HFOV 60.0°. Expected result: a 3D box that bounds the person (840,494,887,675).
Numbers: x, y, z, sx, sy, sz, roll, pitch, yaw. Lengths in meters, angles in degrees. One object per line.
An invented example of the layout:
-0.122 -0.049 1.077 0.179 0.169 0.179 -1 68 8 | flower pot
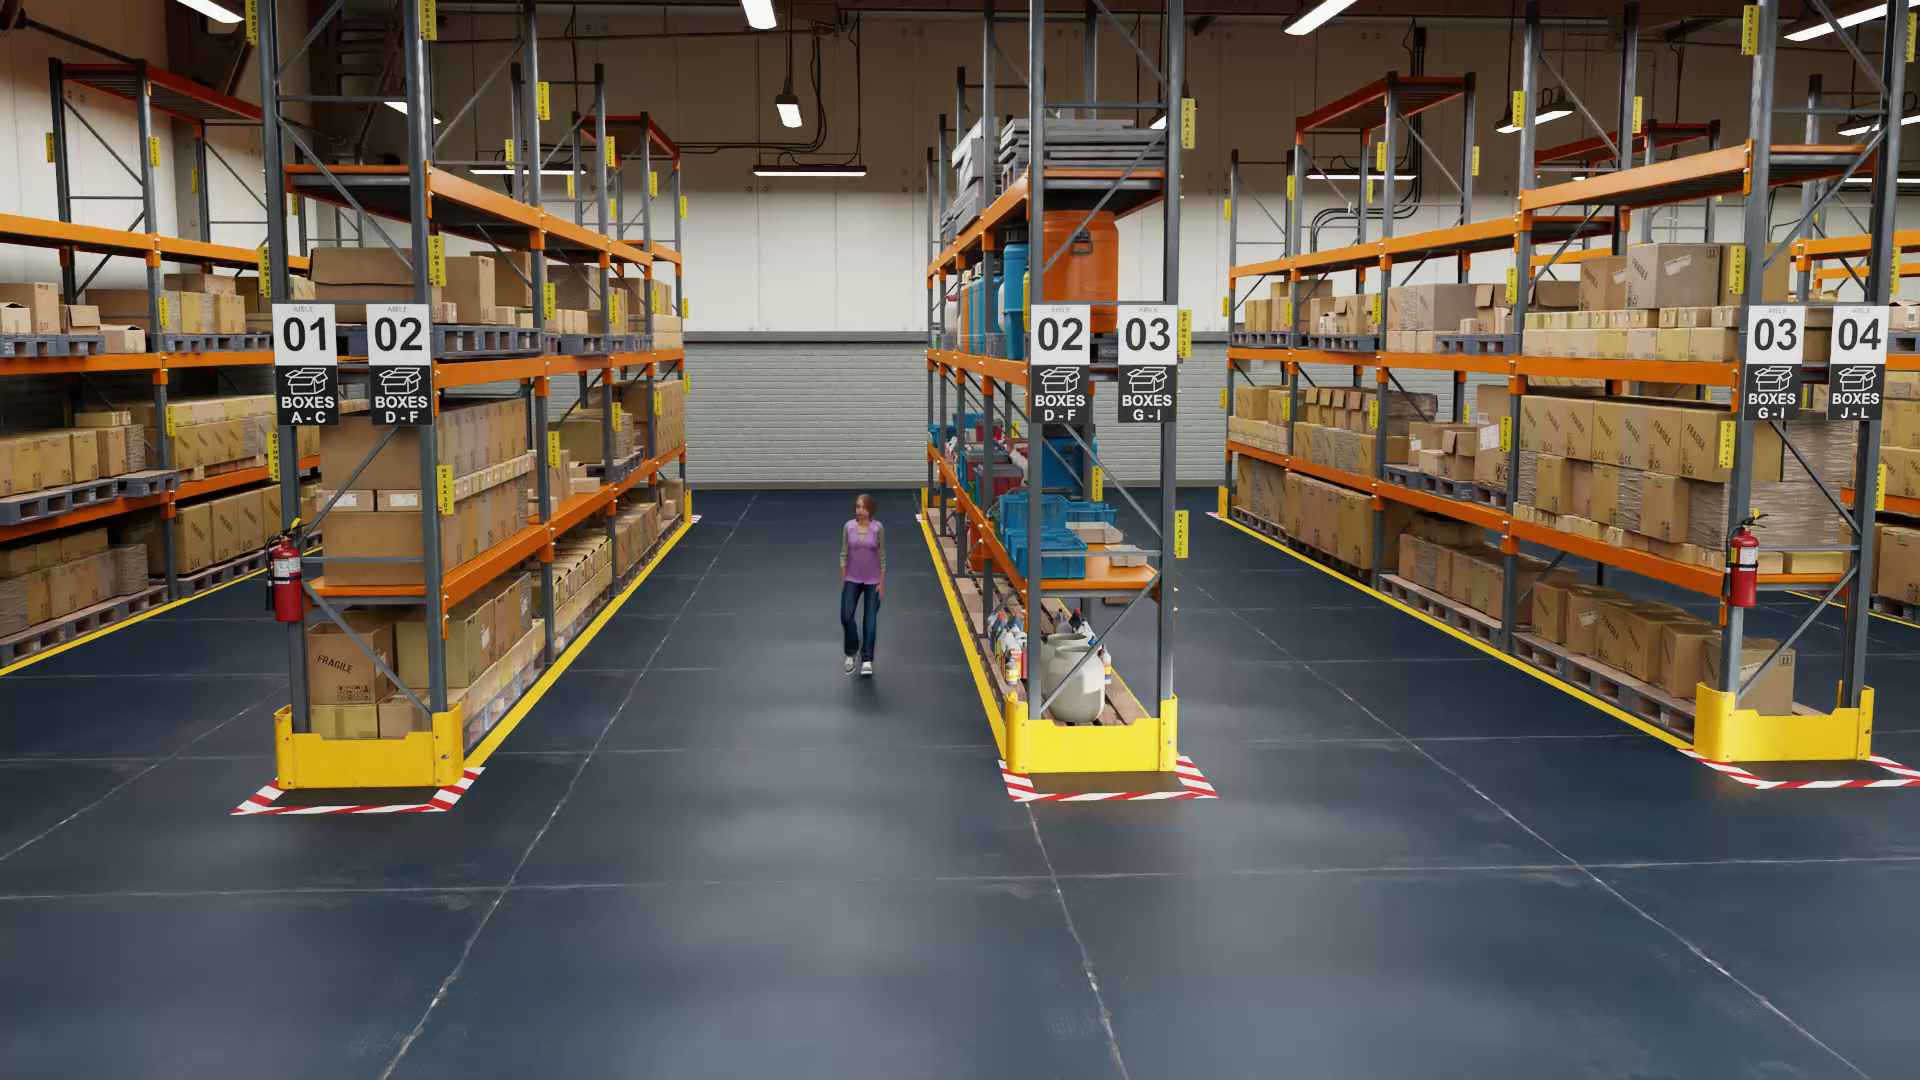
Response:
-0.851 0.396 14.612 0.414 1.600 0.399 0 7 1 | person
